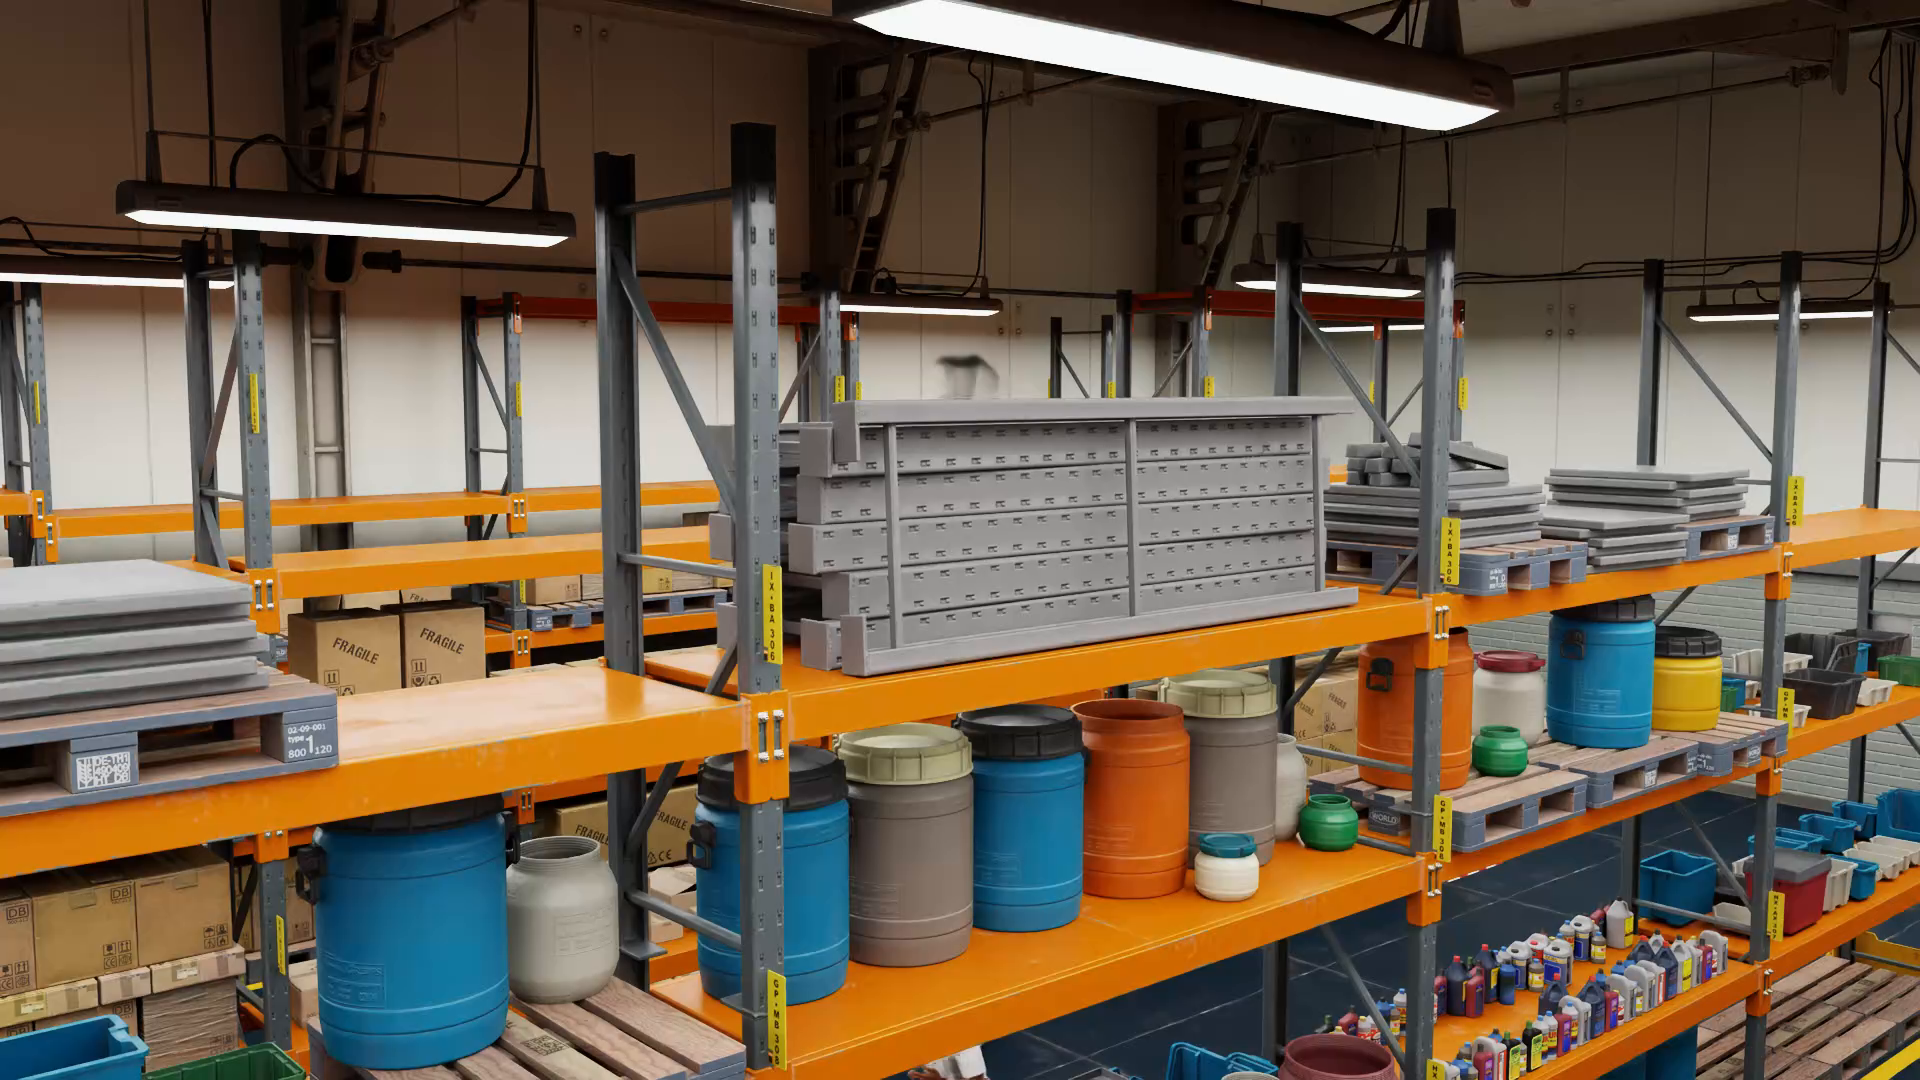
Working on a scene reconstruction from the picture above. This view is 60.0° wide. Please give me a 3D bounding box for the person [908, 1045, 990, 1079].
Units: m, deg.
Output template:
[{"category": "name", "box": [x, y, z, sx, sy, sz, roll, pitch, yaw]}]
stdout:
[{"category": "person", "box": [0.039, 3.387, 9.819, 0.958, 1.768, 0.689, -4, 7, -39]}]
